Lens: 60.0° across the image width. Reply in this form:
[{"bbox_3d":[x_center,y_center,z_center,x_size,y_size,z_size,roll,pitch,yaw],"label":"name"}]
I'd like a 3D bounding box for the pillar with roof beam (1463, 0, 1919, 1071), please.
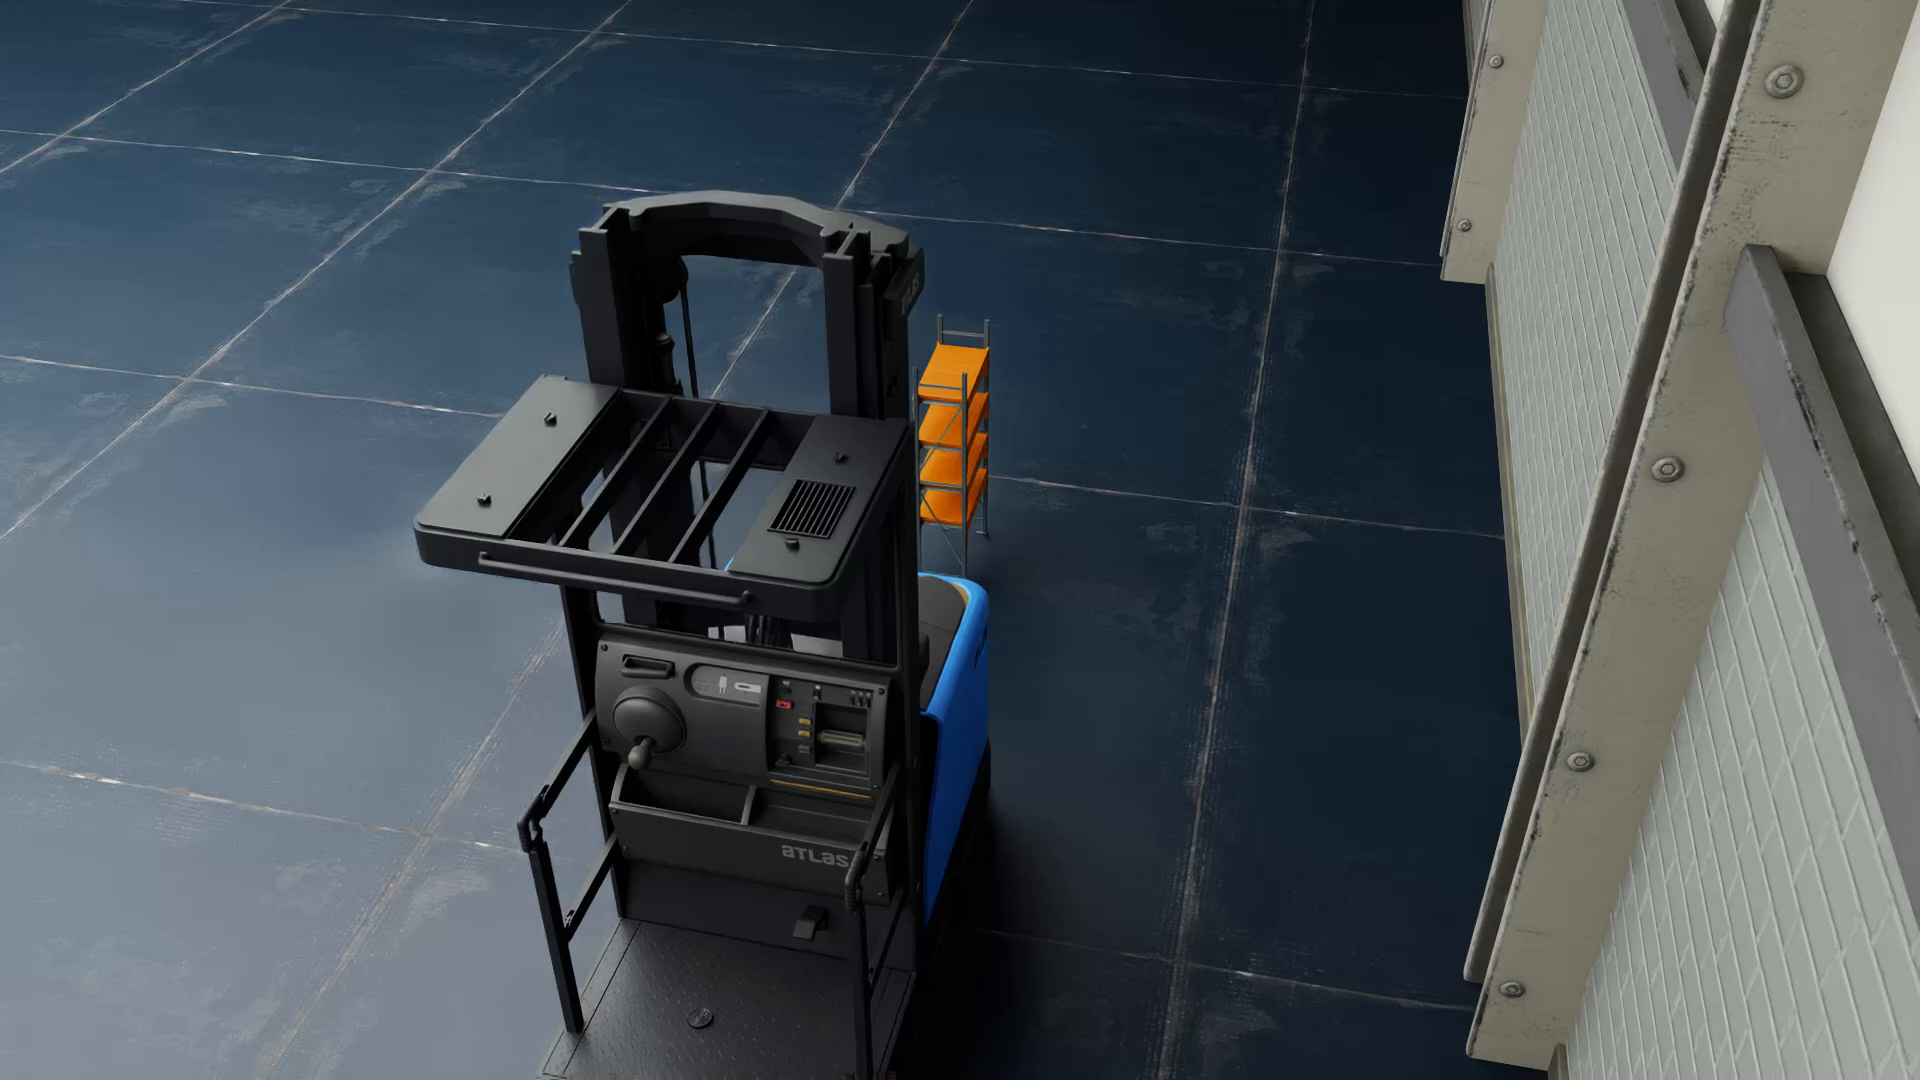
[{"bbox_3d":[-2.253,-2.484,4.009,9.100,9.000,0.400,7,37,10],"label":"pillar with roof beam"}]

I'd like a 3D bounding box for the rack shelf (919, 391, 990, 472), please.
[{"bbox_3d":[-0.035,-0.518,7.675,0.258,0.148,0.480,7,37,10],"label":"rack shelf"}]

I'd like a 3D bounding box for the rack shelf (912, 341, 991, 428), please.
[{"bbox_3d":[-0.035,-0.709,7.536,0.258,0.148,0.480,7,37,10],"label":"rack shelf"}]

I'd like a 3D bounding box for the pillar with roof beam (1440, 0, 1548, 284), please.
[{"bbox_3d":[-0.972,-5.924,8.755,9.100,9.000,0.400,7,37,10],"label":"pillar with roof beam"}]

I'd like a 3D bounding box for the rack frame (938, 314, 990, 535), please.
[{"bbox_3d":[0.017,-0.531,7.960,0.240,1.200,0.015,7,37,10],"label":"rack frame"}]

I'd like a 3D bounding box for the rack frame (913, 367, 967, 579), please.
[{"bbox_3d":[-0.087,-0.251,7.574,0.240,1.200,0.015,7,37,10],"label":"rack frame"}]

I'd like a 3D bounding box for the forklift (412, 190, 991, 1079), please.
[{"bbox_3d":[-0.717,0.612,4.909,1.130,2.935,3.031,8,37,11],"label":"forklift"}]

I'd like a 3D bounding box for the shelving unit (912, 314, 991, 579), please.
[{"bbox_3d":[-0.035,-0.391,7.767,0.258,1.200,0.503,7,37,10],"label":"shelving unit"}]

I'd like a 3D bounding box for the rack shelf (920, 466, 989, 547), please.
[{"bbox_3d":[-0.035,-0.176,7.923,0.258,0.148,0.480,7,37,10],"label":"rack shelf"}]

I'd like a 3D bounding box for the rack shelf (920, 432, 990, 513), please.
[{"bbox_3d":[-0.035,-0.336,7.806,0.258,0.148,0.480,7,37,10],"label":"rack shelf"}]
